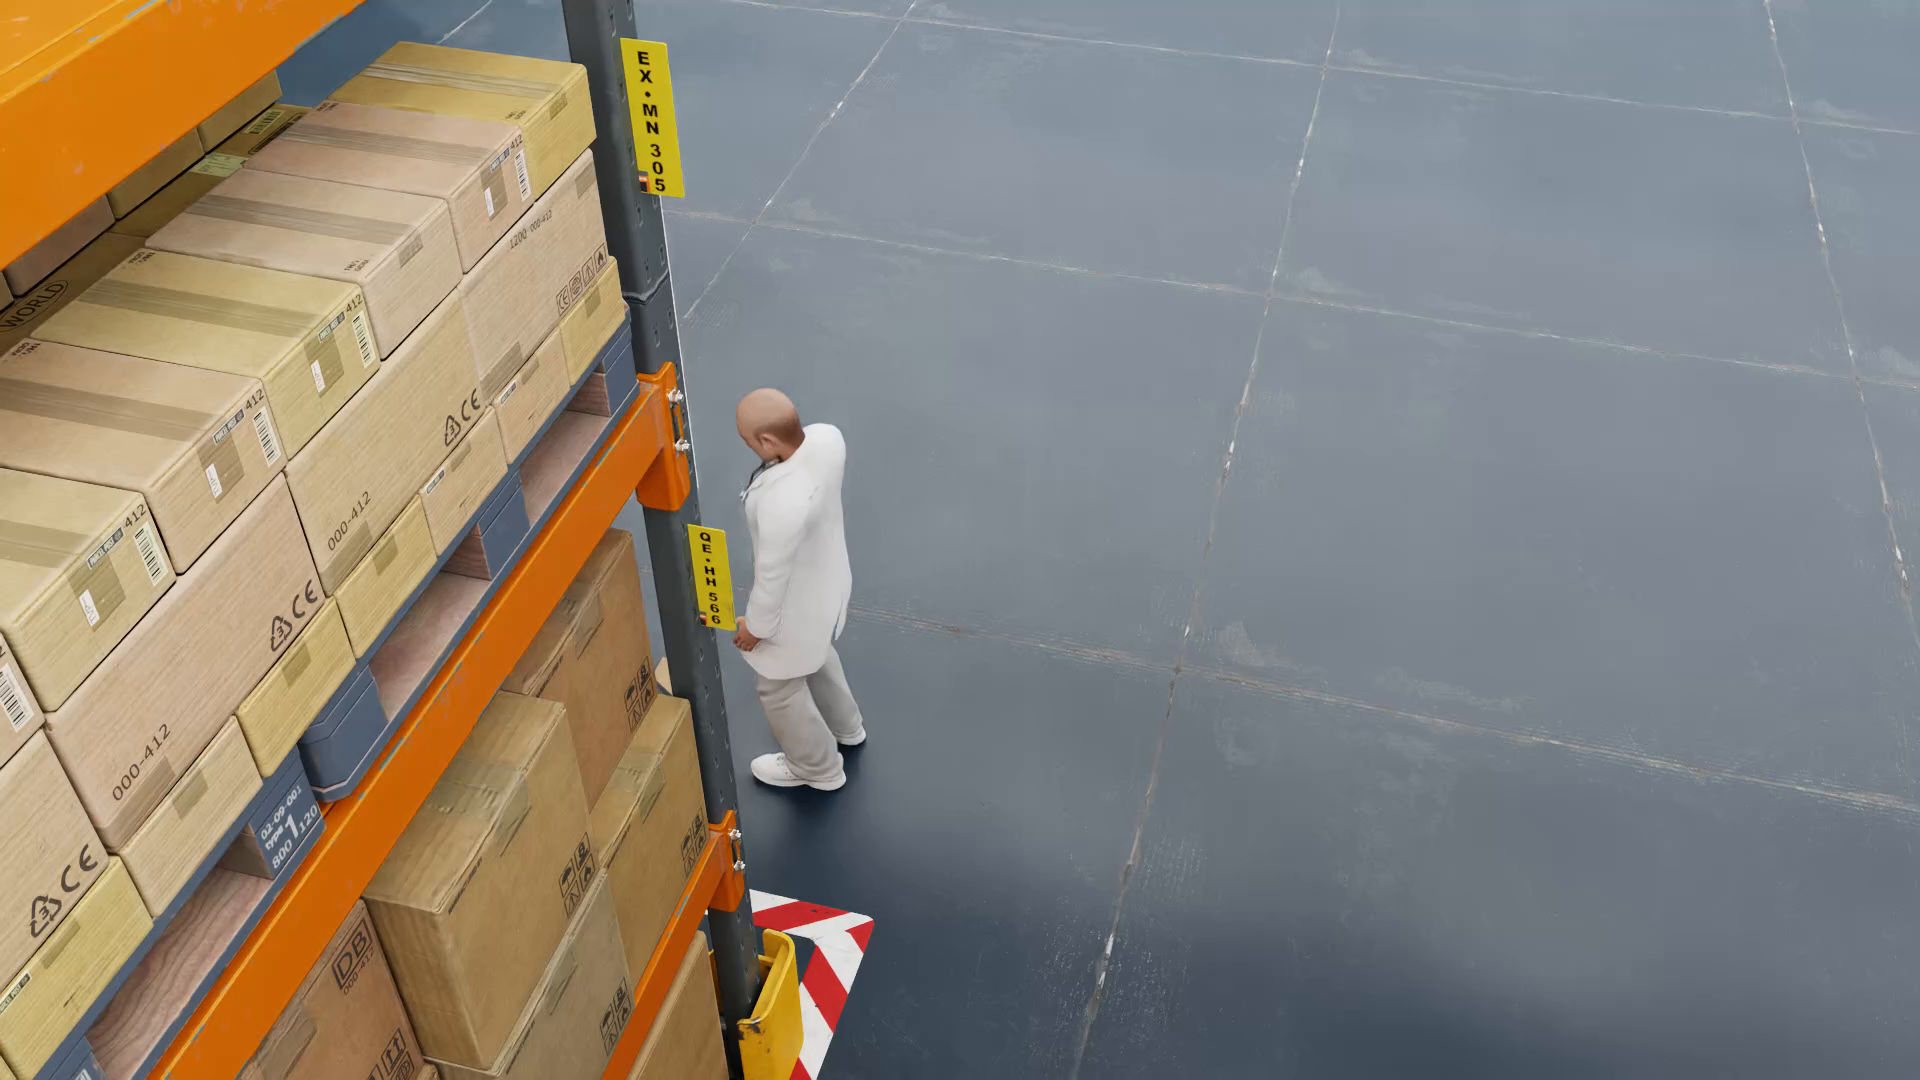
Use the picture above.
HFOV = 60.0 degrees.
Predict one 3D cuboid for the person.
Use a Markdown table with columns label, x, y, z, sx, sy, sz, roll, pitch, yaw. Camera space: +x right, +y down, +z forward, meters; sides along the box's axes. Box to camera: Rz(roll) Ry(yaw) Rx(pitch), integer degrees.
| label | x | y | z | sx | sy | sz | roll | pitch | yaw |
| --- | --- | --- | --- | --- | --- | --- | --- | --- | --- |
| person | -0.599 | 0.196 | 5.962 | 0.378 | 1.757 | 0.572 | 11 | 42 | 12 |
